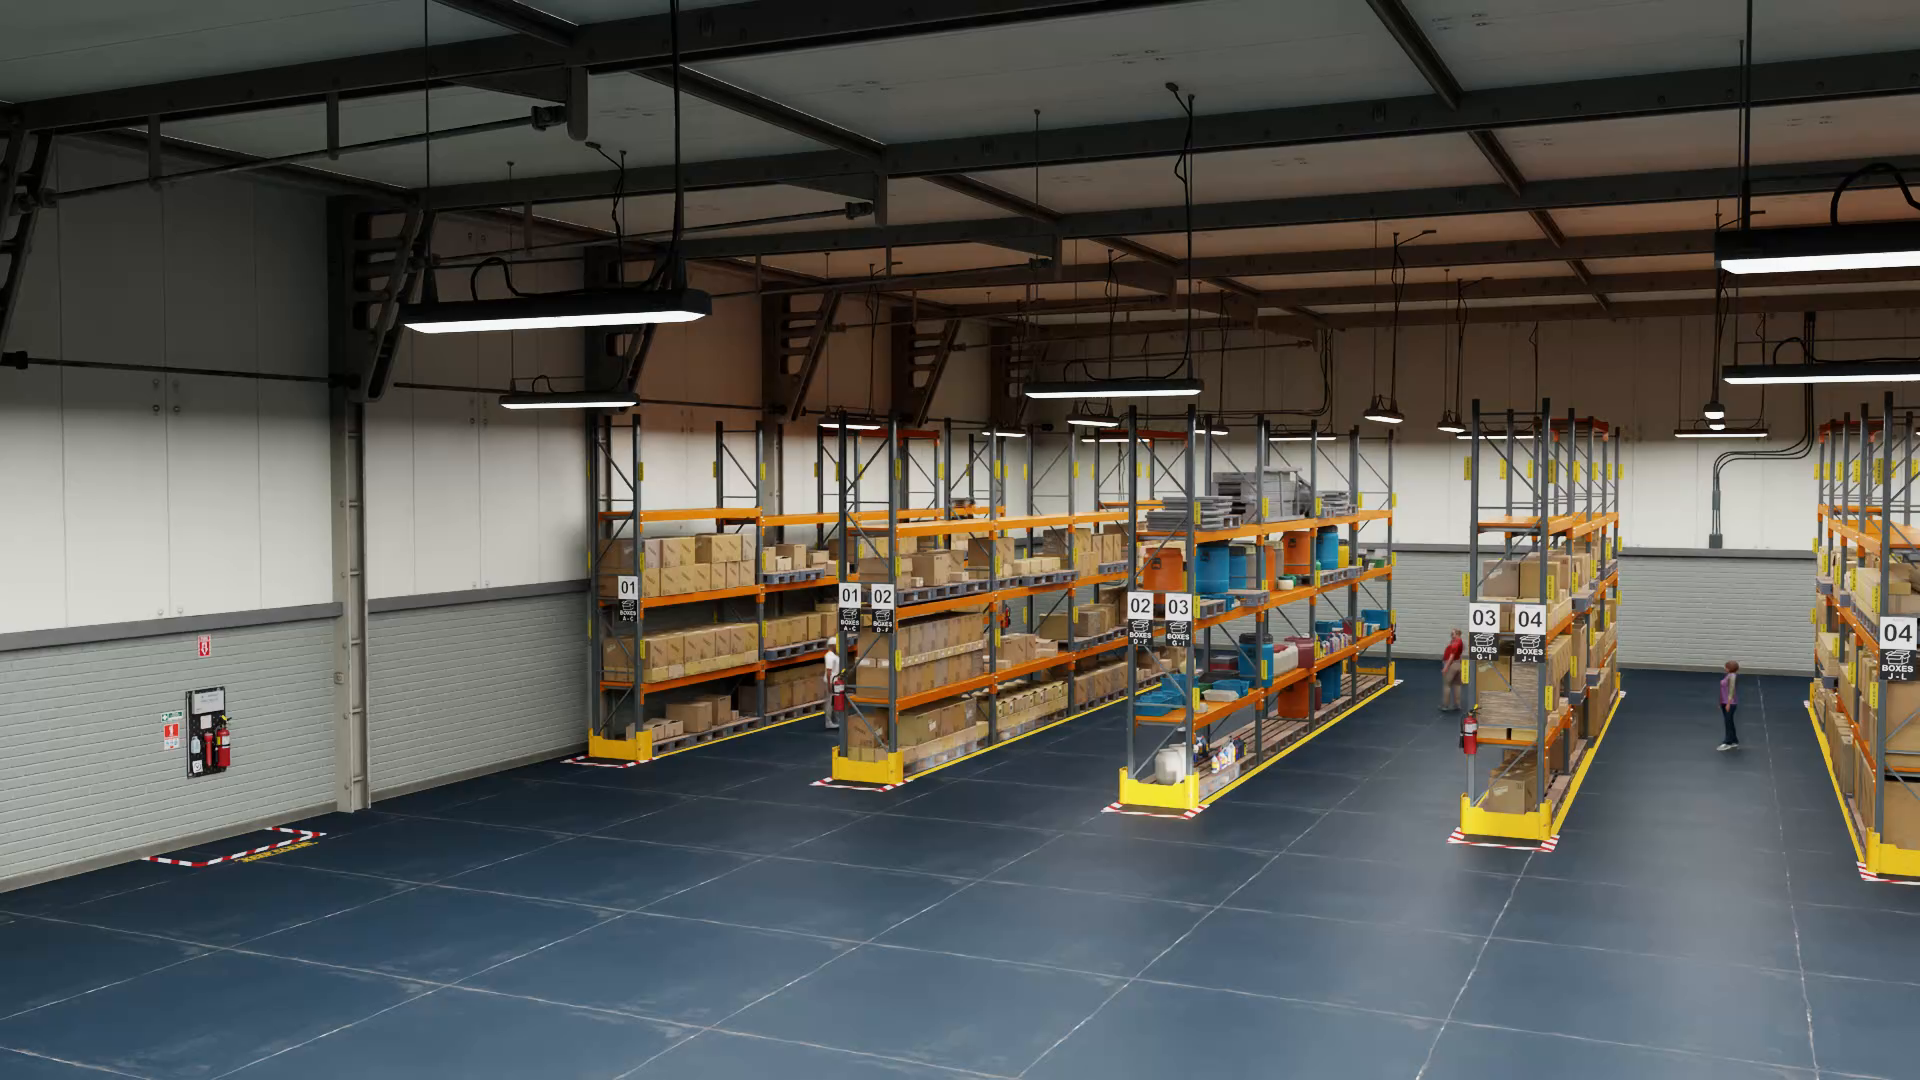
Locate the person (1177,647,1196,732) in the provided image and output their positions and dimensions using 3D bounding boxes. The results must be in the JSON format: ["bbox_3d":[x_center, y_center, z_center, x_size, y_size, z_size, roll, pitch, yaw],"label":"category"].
[{"bbox_3d":[4.392,2.839,32.114,0.417,1.683,0.533,0,2,7],"label":"person"}]

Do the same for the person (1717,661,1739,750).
[{"bbox_3d":[13.874,2.979,30.042,0.483,1.617,0.430,0,2,-2],"label":"person"}]

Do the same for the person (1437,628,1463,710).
[{"bbox_3d":[10.295,2.709,34.901,0.611,1.724,0.482,-2,3,-44],"label":"person"}]

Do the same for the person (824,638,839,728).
[{"bbox_3d":[-2.422,2.801,32.438,0.460,1.794,0.624,0,2,11],"label":"person"}]
